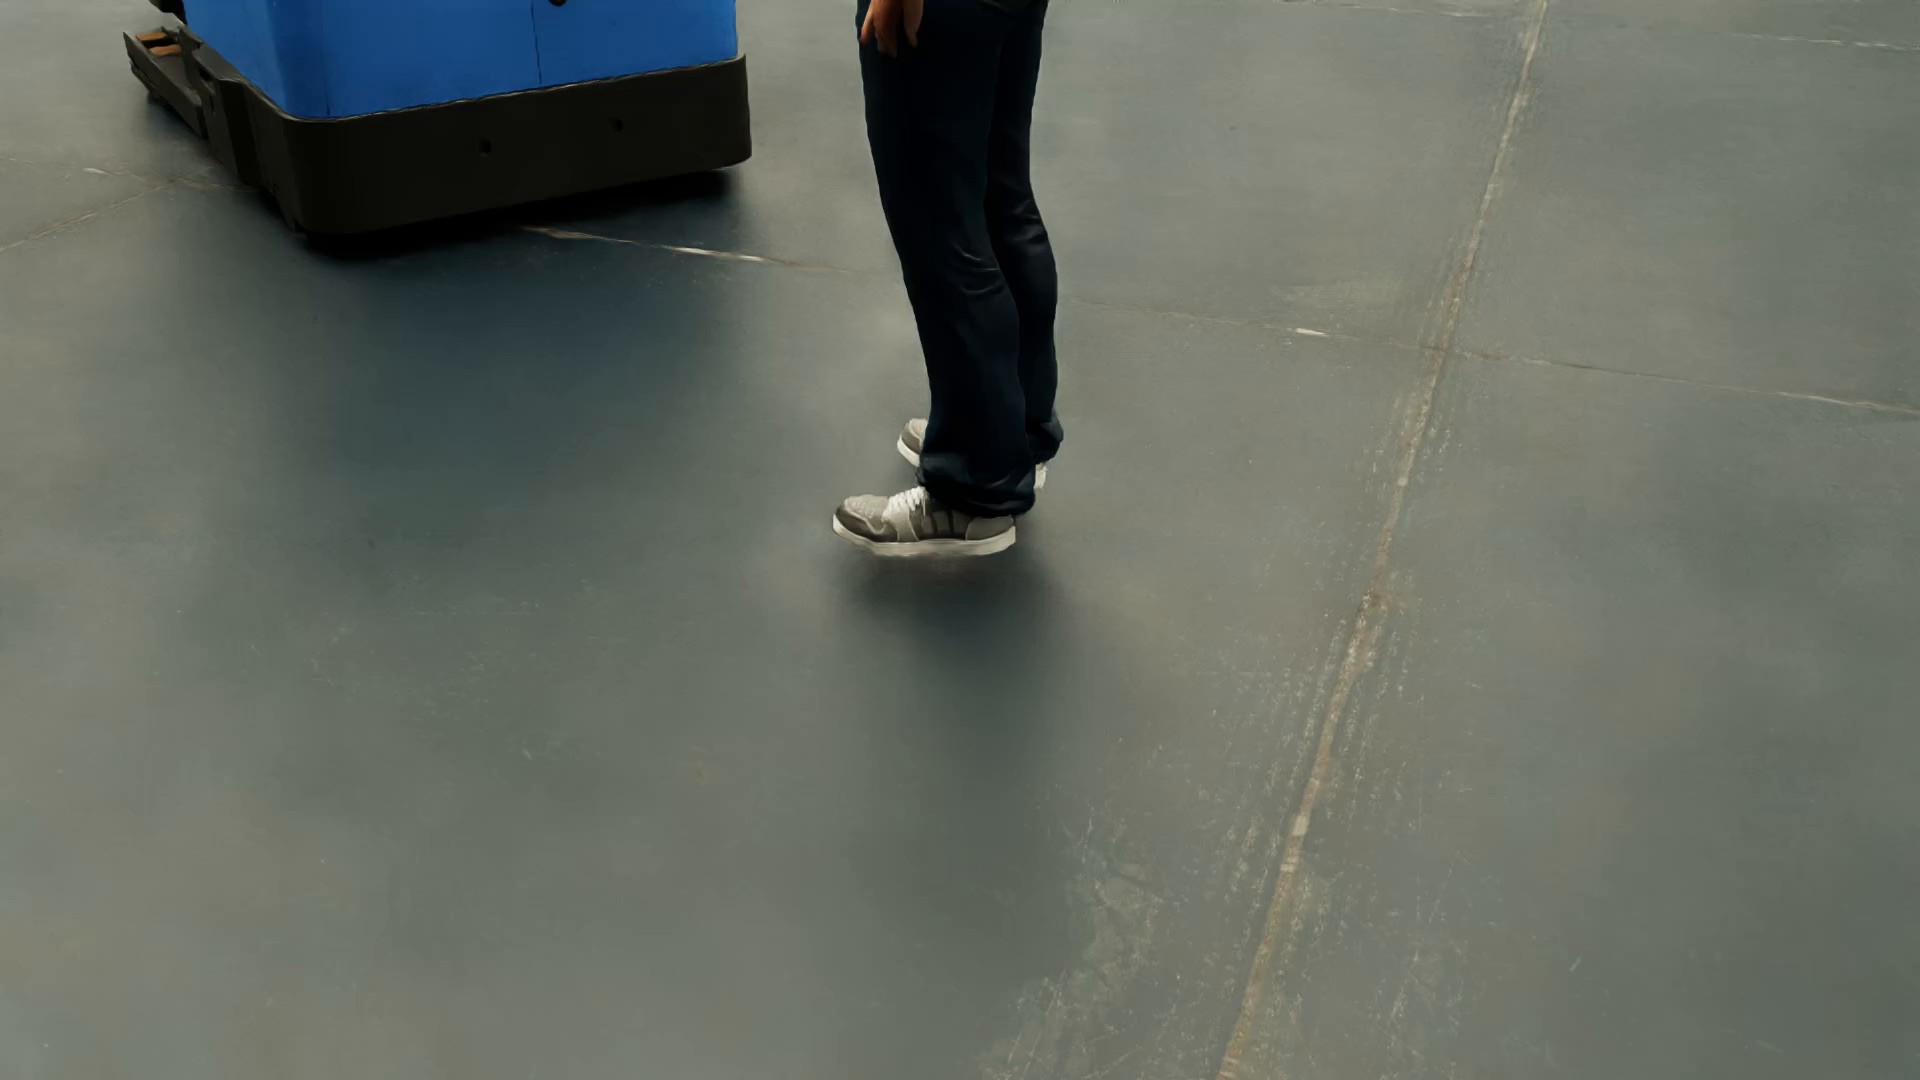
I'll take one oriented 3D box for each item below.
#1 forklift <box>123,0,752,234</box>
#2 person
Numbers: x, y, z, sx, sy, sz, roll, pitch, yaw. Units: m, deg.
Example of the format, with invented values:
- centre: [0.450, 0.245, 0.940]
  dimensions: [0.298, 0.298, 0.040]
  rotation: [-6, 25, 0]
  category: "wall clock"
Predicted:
- centre: [-1.730, -2.598, 4.113]
  dimensions: [1.130, 2.935, 3.031]
  rotation: [-18, 34, -29]
  category: "forklift"
- centre: [-0.009, -0.732, 2.088]
  dimensions: [0.311, 1.603, 0.405]
  rotation: [10, 31, 18]
  category: "person"
